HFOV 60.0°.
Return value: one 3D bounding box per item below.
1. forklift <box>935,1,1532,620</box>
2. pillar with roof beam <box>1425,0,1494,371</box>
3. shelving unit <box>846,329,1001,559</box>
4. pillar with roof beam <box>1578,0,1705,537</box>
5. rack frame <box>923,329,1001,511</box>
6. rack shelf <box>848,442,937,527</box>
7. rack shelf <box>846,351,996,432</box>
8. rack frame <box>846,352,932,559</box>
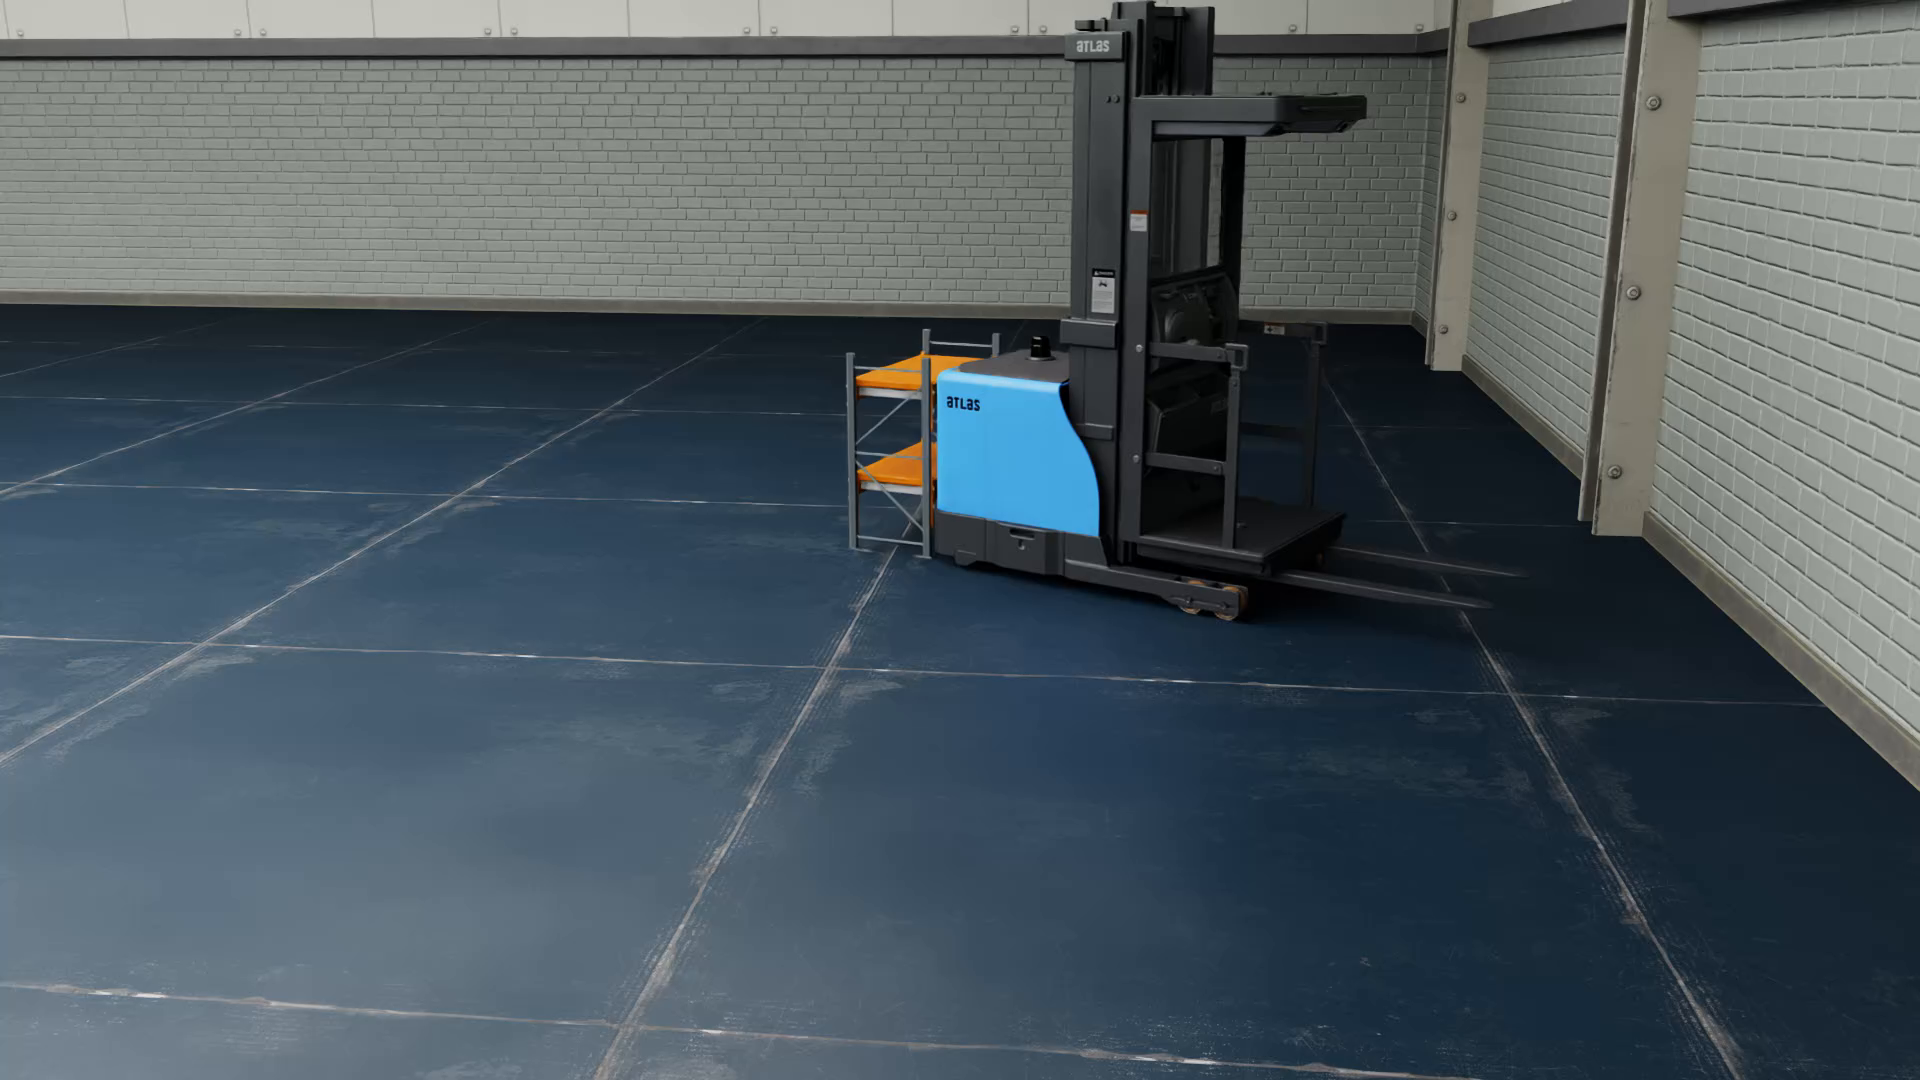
[{"bbox_3d":[1.371,-1.176,8.398,3.031,2.935,1.130,10,18,32],"label":"forklift"},{"bbox_3d":[0.298,-6.103,14.991,9.100,9.000,0.400,2,15,6],"label":"pillar with roof beam"},{"bbox_3d":[-0.191,-0.588,9.683,0.538,1.125,1.048,6,16,22],"label":"shelving unit"},{"bbox_3d":[-0.379,-4.546,9.236,9.100,9.000,0.400,2,15,6],"label":"pillar with roof beam"},{"bbox_3d":[0.009,-0.710,10.133,0.500,1.125,0.032,6,16,22],"label":"rack frame"},{"bbox_3d":[-0.191,-0.352,9.746,0.538,0.278,1.000,6,16,22],"label":"rack shelf"},{"bbox_3d":[-0.191,-0.871,9.606,0.538,0.278,1.000,6,16,22],"label":"rack shelf"},{"bbox_3d":[-0.392,-0.466,9.232,0.500,1.125,0.032,6,16,22],"label":"rack frame"}]
